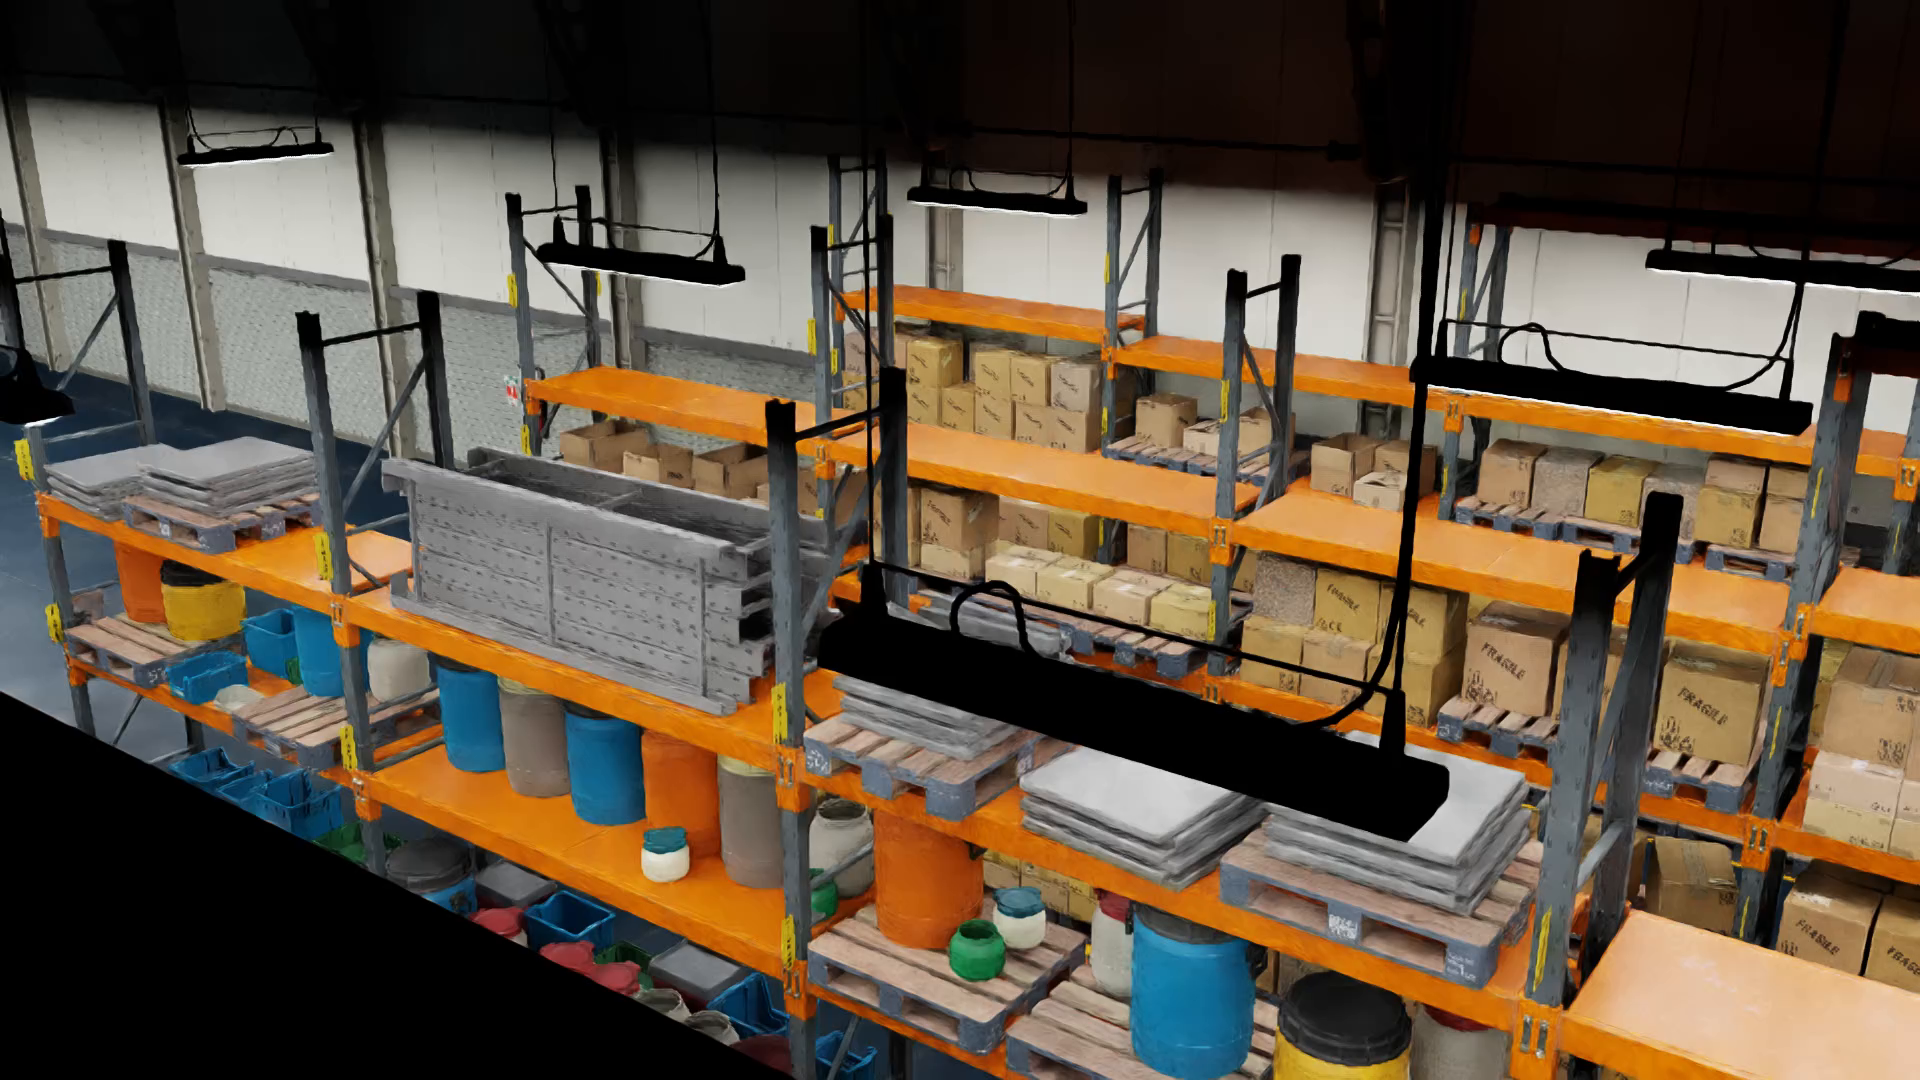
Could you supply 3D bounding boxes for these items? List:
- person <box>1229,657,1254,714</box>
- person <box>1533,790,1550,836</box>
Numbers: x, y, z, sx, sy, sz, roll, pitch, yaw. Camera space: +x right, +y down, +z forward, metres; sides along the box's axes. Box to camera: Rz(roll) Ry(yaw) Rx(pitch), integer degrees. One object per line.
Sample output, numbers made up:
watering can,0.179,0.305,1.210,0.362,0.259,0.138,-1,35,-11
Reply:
person,3.142,1.682,17.522,0.659,1.640,0.618,9,21,26
person,5.630,2.319,15.610,1.097,1.585,0.449,12,22,32
